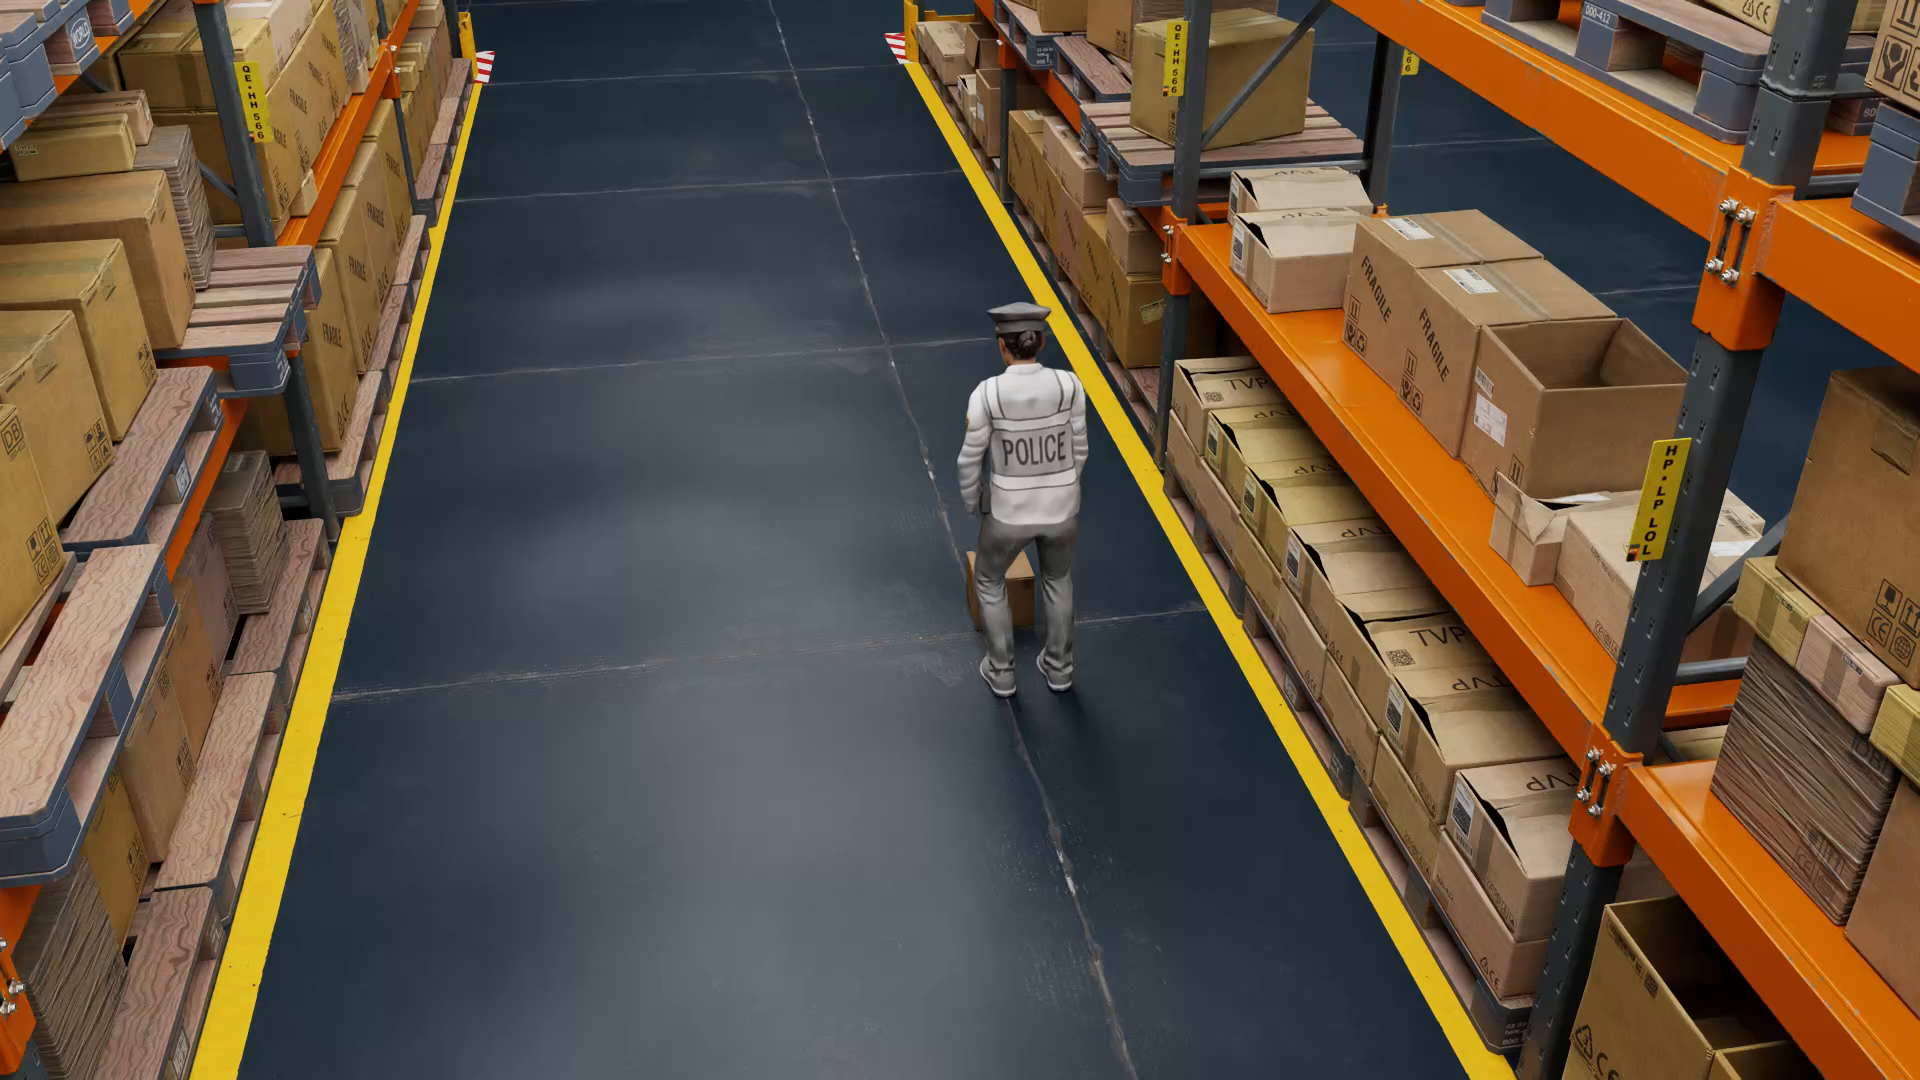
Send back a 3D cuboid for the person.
[{"bbox_3d":[0.237,-0.132,6.412,0.504,1.616,0.465,-5,31,-8],"label":"person"}]
